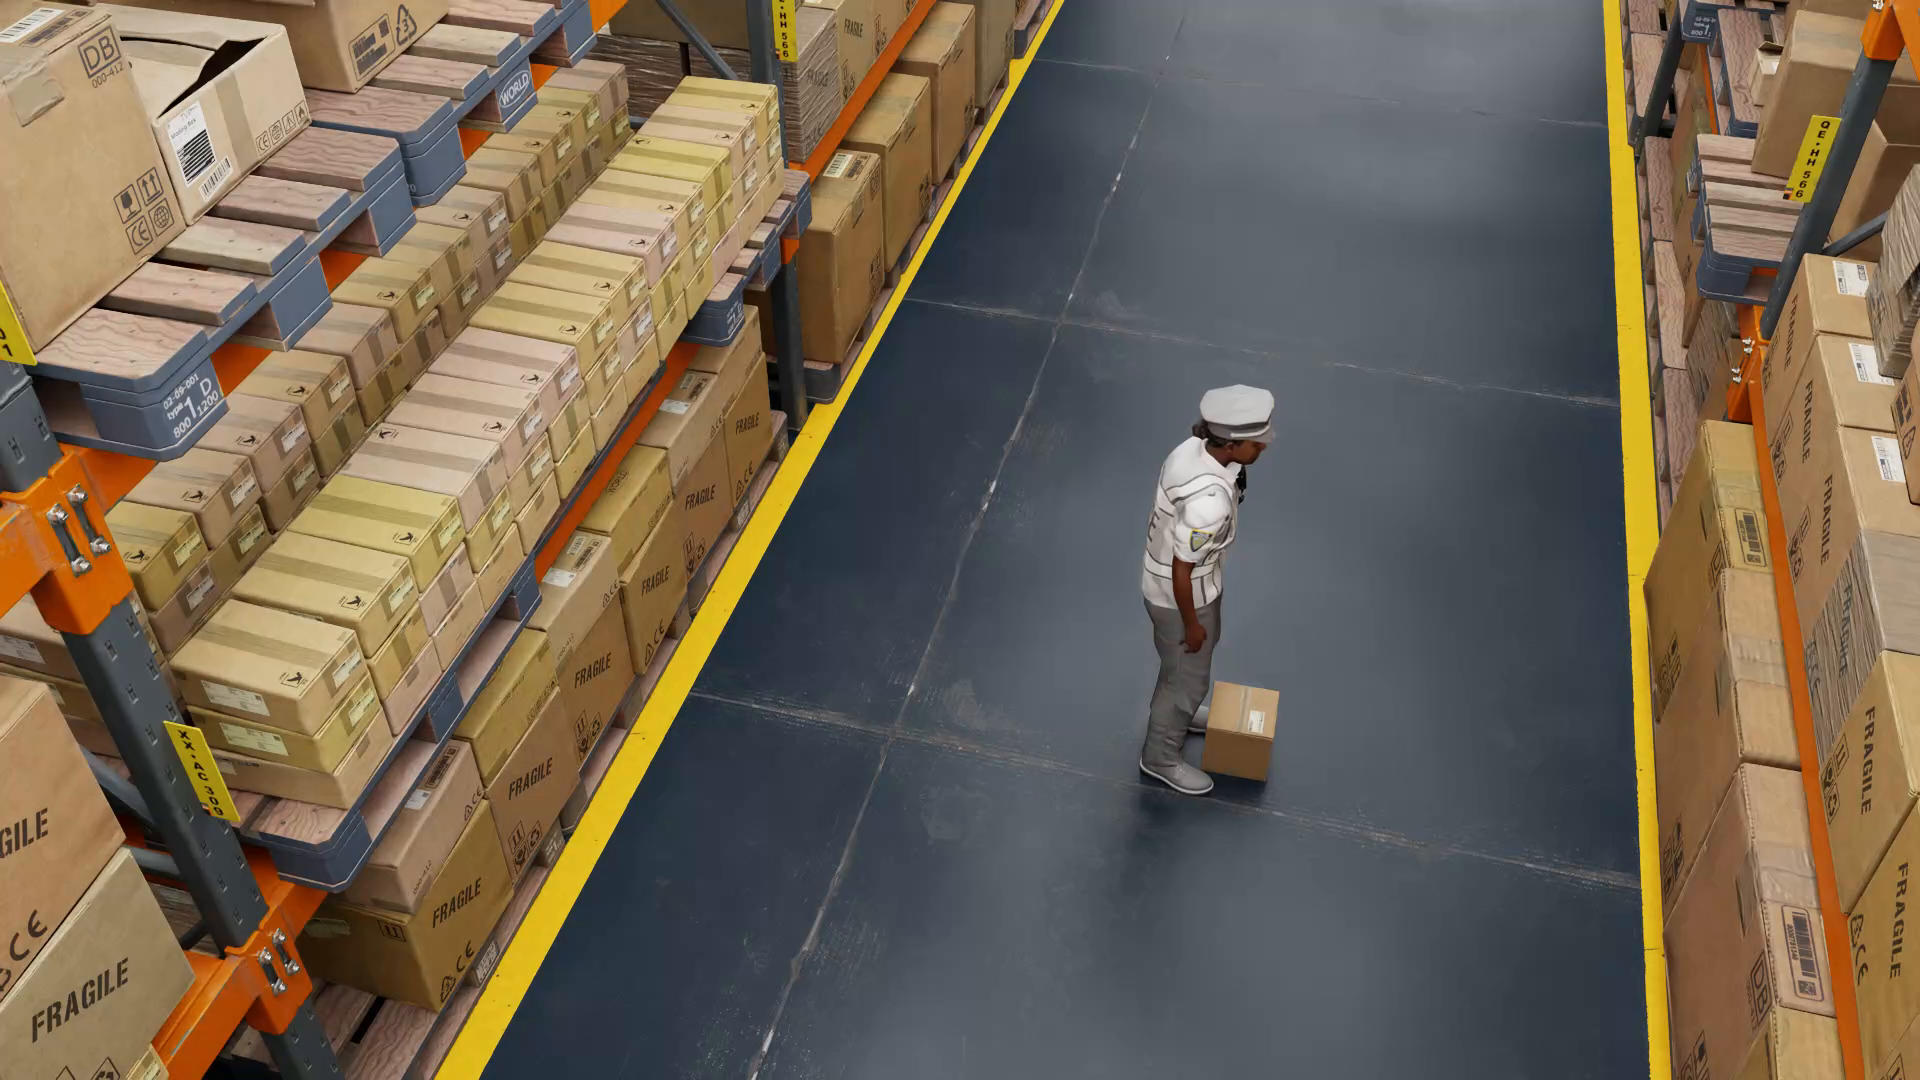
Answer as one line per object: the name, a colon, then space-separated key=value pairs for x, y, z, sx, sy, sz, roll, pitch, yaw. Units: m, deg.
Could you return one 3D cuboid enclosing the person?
person: x=0.843 y=0.173 z=5.964 sx=0.397 sy=1.656 sz=0.514 roll=8 pitch=42 yaw=9
